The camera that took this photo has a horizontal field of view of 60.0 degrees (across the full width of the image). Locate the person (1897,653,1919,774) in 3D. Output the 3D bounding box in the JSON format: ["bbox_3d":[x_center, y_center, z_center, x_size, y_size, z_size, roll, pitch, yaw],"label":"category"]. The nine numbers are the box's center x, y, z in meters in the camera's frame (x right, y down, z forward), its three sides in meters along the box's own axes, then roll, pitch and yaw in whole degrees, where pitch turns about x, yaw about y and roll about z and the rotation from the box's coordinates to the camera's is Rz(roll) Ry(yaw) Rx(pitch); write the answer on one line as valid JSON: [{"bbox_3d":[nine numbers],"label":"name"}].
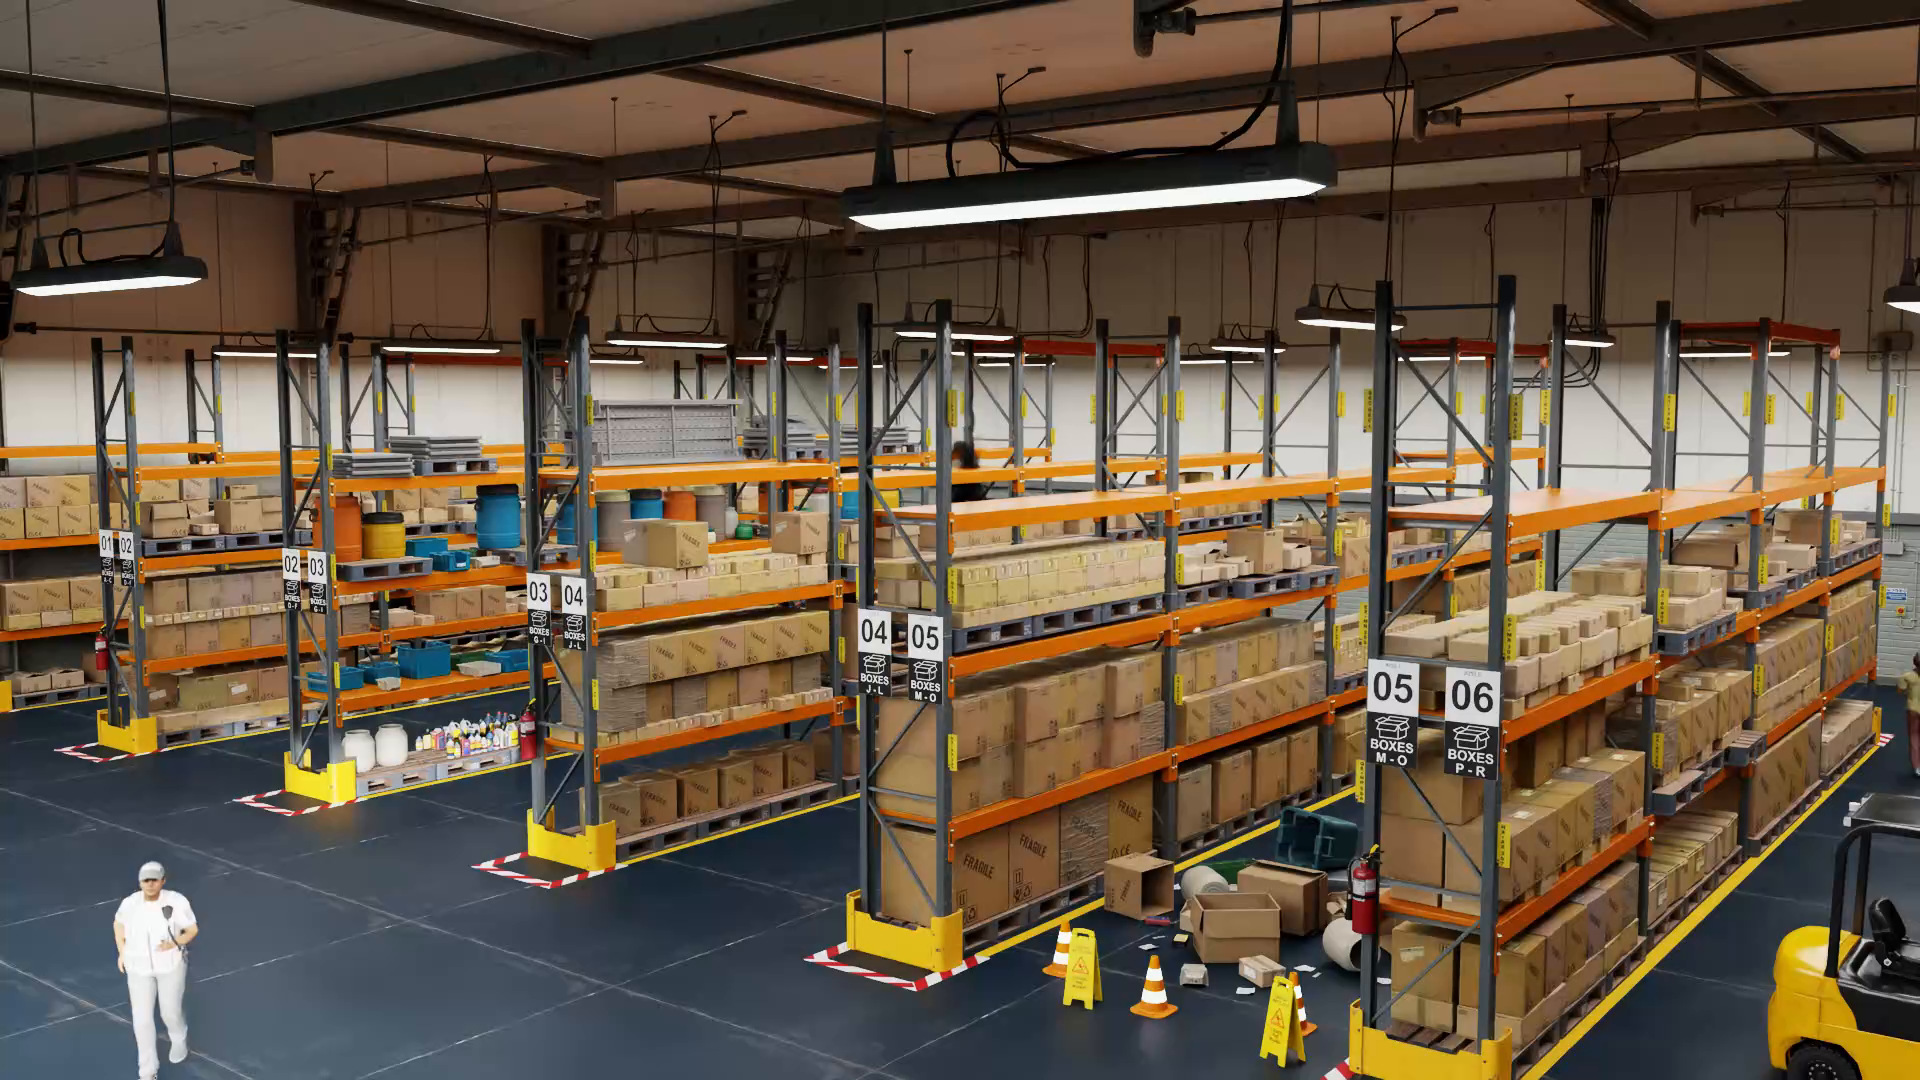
[{"bbox_3d":[13.134,2.347,22.750,0.565,1.639,0.599,2,6,26],"label":"person"}]

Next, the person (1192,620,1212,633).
[{"bbox_3d":[3.837,1.971,26.181,0.713,1.687,0.902,3,6,33],"label":"person"}]

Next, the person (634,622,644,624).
[{"bbox_3d":[-5.424,1.817,28.893,0.511,1.713,0.825,3,6,29],"label":"person"}]

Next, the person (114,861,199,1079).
[{"bbox_3d":[-6.066,3.247,12.541,0.590,1.689,0.813,-2,5,-18],"label":"person"}]
